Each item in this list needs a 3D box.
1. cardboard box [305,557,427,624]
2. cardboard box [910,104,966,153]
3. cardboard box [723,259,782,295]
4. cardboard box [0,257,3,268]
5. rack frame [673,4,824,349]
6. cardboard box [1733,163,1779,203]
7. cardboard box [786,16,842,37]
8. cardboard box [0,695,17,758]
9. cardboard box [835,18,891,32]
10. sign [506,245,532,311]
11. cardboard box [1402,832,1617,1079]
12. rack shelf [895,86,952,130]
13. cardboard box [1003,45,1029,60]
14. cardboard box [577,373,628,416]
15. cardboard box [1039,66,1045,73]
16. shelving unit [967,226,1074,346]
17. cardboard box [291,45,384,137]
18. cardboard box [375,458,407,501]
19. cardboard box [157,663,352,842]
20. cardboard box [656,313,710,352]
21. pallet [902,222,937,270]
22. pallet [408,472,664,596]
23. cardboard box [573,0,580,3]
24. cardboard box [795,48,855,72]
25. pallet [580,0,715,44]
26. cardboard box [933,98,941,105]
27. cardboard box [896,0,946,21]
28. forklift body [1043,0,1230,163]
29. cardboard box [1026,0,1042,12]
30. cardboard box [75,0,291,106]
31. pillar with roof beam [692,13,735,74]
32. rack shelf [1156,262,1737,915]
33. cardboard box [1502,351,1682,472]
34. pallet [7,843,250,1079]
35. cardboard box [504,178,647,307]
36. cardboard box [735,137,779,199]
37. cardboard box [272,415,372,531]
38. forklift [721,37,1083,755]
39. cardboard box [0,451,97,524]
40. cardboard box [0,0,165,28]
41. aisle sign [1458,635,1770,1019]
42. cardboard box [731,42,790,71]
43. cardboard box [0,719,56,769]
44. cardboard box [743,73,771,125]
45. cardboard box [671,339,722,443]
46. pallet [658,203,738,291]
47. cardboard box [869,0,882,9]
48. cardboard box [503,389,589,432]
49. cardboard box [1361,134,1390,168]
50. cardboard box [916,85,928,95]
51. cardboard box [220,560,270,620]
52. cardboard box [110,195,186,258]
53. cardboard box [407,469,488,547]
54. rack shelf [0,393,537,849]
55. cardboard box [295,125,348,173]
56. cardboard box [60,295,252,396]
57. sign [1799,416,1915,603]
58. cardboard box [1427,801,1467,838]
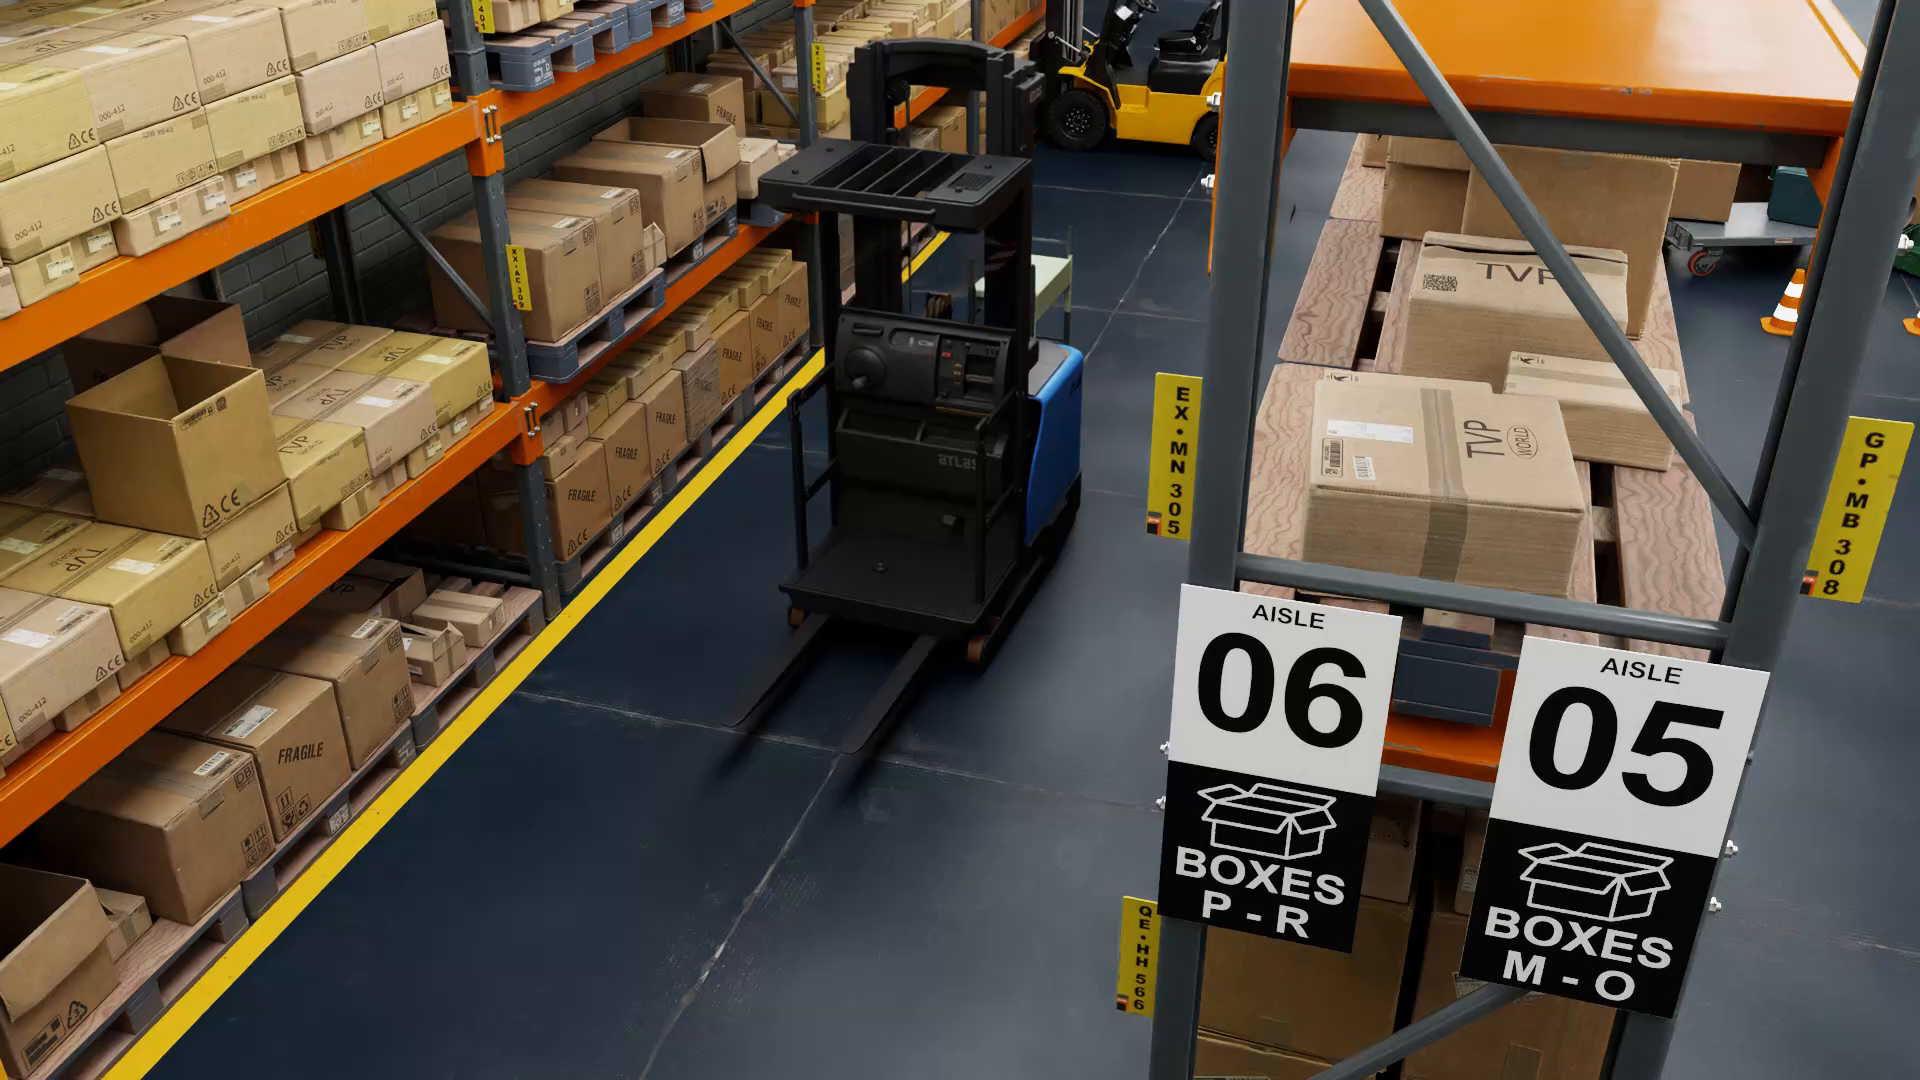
[{"bbox_3d":[-3.082,0.299,8.461,0.500,0.311,0.500,10,30,17],"label":"cardboard box"},{"bbox_3d":[-0.456,-3.585,15.120,0.875,0.625,0.625,10,31,17],"label":"cardboard box"},{"bbox_3d":[-1.441,-1.802,11.376,0.380,0.149,0.250,7,30,12],"label":"cardboard box"},{"bbox_3d":[-3.315,-0.888,5.024,0.500,0.250,0.500,9,30,16],"label":"cardboard box"},{"bbox_3d":[-1.488,-2.825,11.742,1.000,3.000,0.127,8,30,15],"label":"rack frame"},{"bbox_3d":[7.244,-3.191,14.829,0.797,0.637,0.503,8,30,15],"label":"cardboard box"},{"bbox_3d":[-1.154,-4.048,13.171,0.380,0.149,0.250,9,30,16],"label":"cardboard box"},{"bbox_3d":[-3.445,0.656,5.333,0.500,0.250,0.500,9,30,15],"label":"cardboard box"},{"bbox_3d":[-0.760,-3.994,13.074,0.380,0.149,0.250,8,30,15],"label":"cardboard box"},{"bbox_3d":[-2.141,-1.270,8.057,0.100,0.325,0.005,8,30,15],"label":"sign"},{"bbox_3d":[1.323,0.937,3.849,0.500,0.500,0.500,8,30,14],"label":"cardboard box"},{"bbox_3d":[-0.901,-3.440,13.587,1.077,0.370,4.000,8,30,15],"label":"rack shelf"},{"bbox_3d":[0.423,-4.751,16.573,0.500,0.250,0.500,10,30,17],"label":"cardboard box"},{"bbox_3d":[-2.163,-0.859,9.681,0.380,0.149,0.250,8,30,14],"label":"cardboard box"},{"bbox_3d":[0.577,-4.765,17.113,0.500,0.250,0.500,8,30,15],"label":"cardboard box"},{"bbox_3d":[0.370,-1.111,10.204,0.431,1.500,0.755,10,31,18],"label":"shelving unit"},{"bbox_3d":[-2.707,-1.838,6.731,0.500,0.250,0.500,7,30,13],"label":"cardboard box"},{"bbox_3d":[-2.726,-0.305,7.472,0.380,0.149,0.250,9,30,16],"label":"cardboard box"},{"bbox_3d":[-3.027,0.908,7.171,0.500,0.500,0.500,9,30,16],"label":"cardboard box"},{"bbox_3d":[-1.807,-1.321,10.512,0.380,0.149,0.250,7,30,12],"label":"cardboard box"},{"bbox_3d":[-0.849,-2.548,14.113,1.003,0.211,1.213,8,30,15],"label":"pallet"},{"bbox_3d":[-2.459,-0.130,9.767,1.003,0.211,1.213,8,30,15],"label":"pallet"},{"bbox_3d":[-2.104,-2.723,8.197,0.380,0.149,0.250,9,30,15],"label":"cardboard box"},{"bbox_3d":[-0.985,-3.505,12.195,0.380,0.149,0.250,9,30,16],"label":"cardboard box"},{"bbox_3d":[-2.102,-2.970,9.111,1.213,0.211,1.003,8,30,15],"label":"pallet"},{"bbox_3d":[-0.354,-4.359,15.867,0.500,0.250,0.500,9,30,16],"label":"cardboard box"},{"bbox_3d":[-0.333,-4.450,13.894,0.380,0.149,0.250,8,30,13],"label":"cardboard box"},{"bbox_3d":[2.048,-5.030,16.579,2.313,2.155,1.214,8,30,15],"label":"forklift body"},{"bbox_3d":[0.519,-5.607,16.640,0.500,0.500,0.500,9,30,15],"label":"cardboard box"},{"bbox_3d":[-2.877,-1.819,6.183,0.500,0.250,0.500,9,30,16],"label":"cardboard box"},{"bbox_3d":[2.149,-5.566,10.499,9.100,9.000,0.400,8,30,15],"label":"pillar with roof beam"},{"bbox_3d":[1.497,-0.326,4.905,1.077,0.370,4.000,8,30,15],"label":"rack shelf"},{"bbox_3d":[1.449,-0.301,3.844,0.380,0.149,0.250,10,30,17],"label":"cardboard box"},{"bbox_3d":[-3.581,1.706,6.466,1.003,0.211,1.213,8,30,15],"label":"pallet"},{"bbox_3d":[-2.154,-1.626,9.053,0.700,0.500,0.500,9,30,15],"label":"cardboard box"},{"bbox_3d":[-1.488,-2.406,10.712,0.500,0.250,0.500,7,30,13],"label":"cardboard box"},{"bbox_3d":[-2.870,-0.294,7.041,0.500,0.250,0.500,8,30,15],"label":"cardboard box"},{"bbox_3d":[-0.270,-0.860,8.281,1.130,2.935,3.031,10,31,18],"label":"forklift"},{"bbox_3d":[-3.499,-0.135,6.755,0.500,0.250,0.500,8,30,15],"label":"cardboard box"},{"bbox_3d":[-3.365,-1.891,6.312,0.500,0.250,0.500,8,30,14],"label":"cardboard box"},{"bbox_3d":[1.166,0.539,3.022,0.394,0.787,0.004,8,30,15],"label":"aisle sign"},{"bbox_3d":[-1.482,-3.581,12.331,0.380,0.149,0.250,8,30,15],"label":"cardboard box"},{"bbox_3d":[-3.403,0.638,5.777,0.380,0.149,0.250,8,30,14],"label":"cardboard box"},{"bbox_3d":[-1.622,-3.226,12.103,0.500,0.250,0.500,9,30,16],"label":"cardboard box"},{"bbox_3d":[-1.849,-0.970,10.547,0.500,0.500,0.500,7,30,13],"label":"cardboard box"},{"bbox_3d":[-2.054,-1.836,10.163,1.003,0.211,1.213,8,30,15],"label":"pallet"},{"bbox_3d":[-0.880,-4.523,14.025,0.380,0.149,0.250,8,30,14],"label":"cardboard box"},{"bbox_3d":[-2.272,-0.727,9.137,0.380,0.149,0.250,7,30,12],"label":"cardboard box"},{"bbox_3d":[1.711,-1.597,5.813,0.500,0.500,0.500,9,30,16],"label":"cardboard box"},{"bbox_3d":[-0.529,-3.886,13.803,0.500,0.250,0.500,9,30,15],"label":"cardboard box"},{"bbox_3d":[-2.994,0.173,6.613,0.380,0.149,0.250,9,30,16],"label":"cardboard box"},{"bbox_3d":[-2.977,-1.121,5.853,0.380,0.149,0.250,9,30,15],"label":"cardboard box"},{"bbox_3d":[-2.801,-0.327,9.392,0.500,0.500,0.500,8,30,15],"label":"cardboard box"},{"bbox_3d":[-3.249,0.278,6.904,1.077,0.370,4.000,8,30,15],"label":"rack shelf"},{"bbox_3d":[-2.724,-1.607,6.726,0.380,0.149,0.250,8,30,15],"label":"cardboard box"},{"bbox_3d":[-3.353,-0.704,7.006,0.500,0.500,0.500,8,30,13],"label":"cardboard box"},{"bbox_3d":[1.439,-0.046,2.680,0.100,0.325,0.005,8,30,15],"label":"sign"},{"bbox_3d":[1.288,0.578,3.826,0.380,0.149,0.250,9,30,16],"label":"cardboard box"}]
